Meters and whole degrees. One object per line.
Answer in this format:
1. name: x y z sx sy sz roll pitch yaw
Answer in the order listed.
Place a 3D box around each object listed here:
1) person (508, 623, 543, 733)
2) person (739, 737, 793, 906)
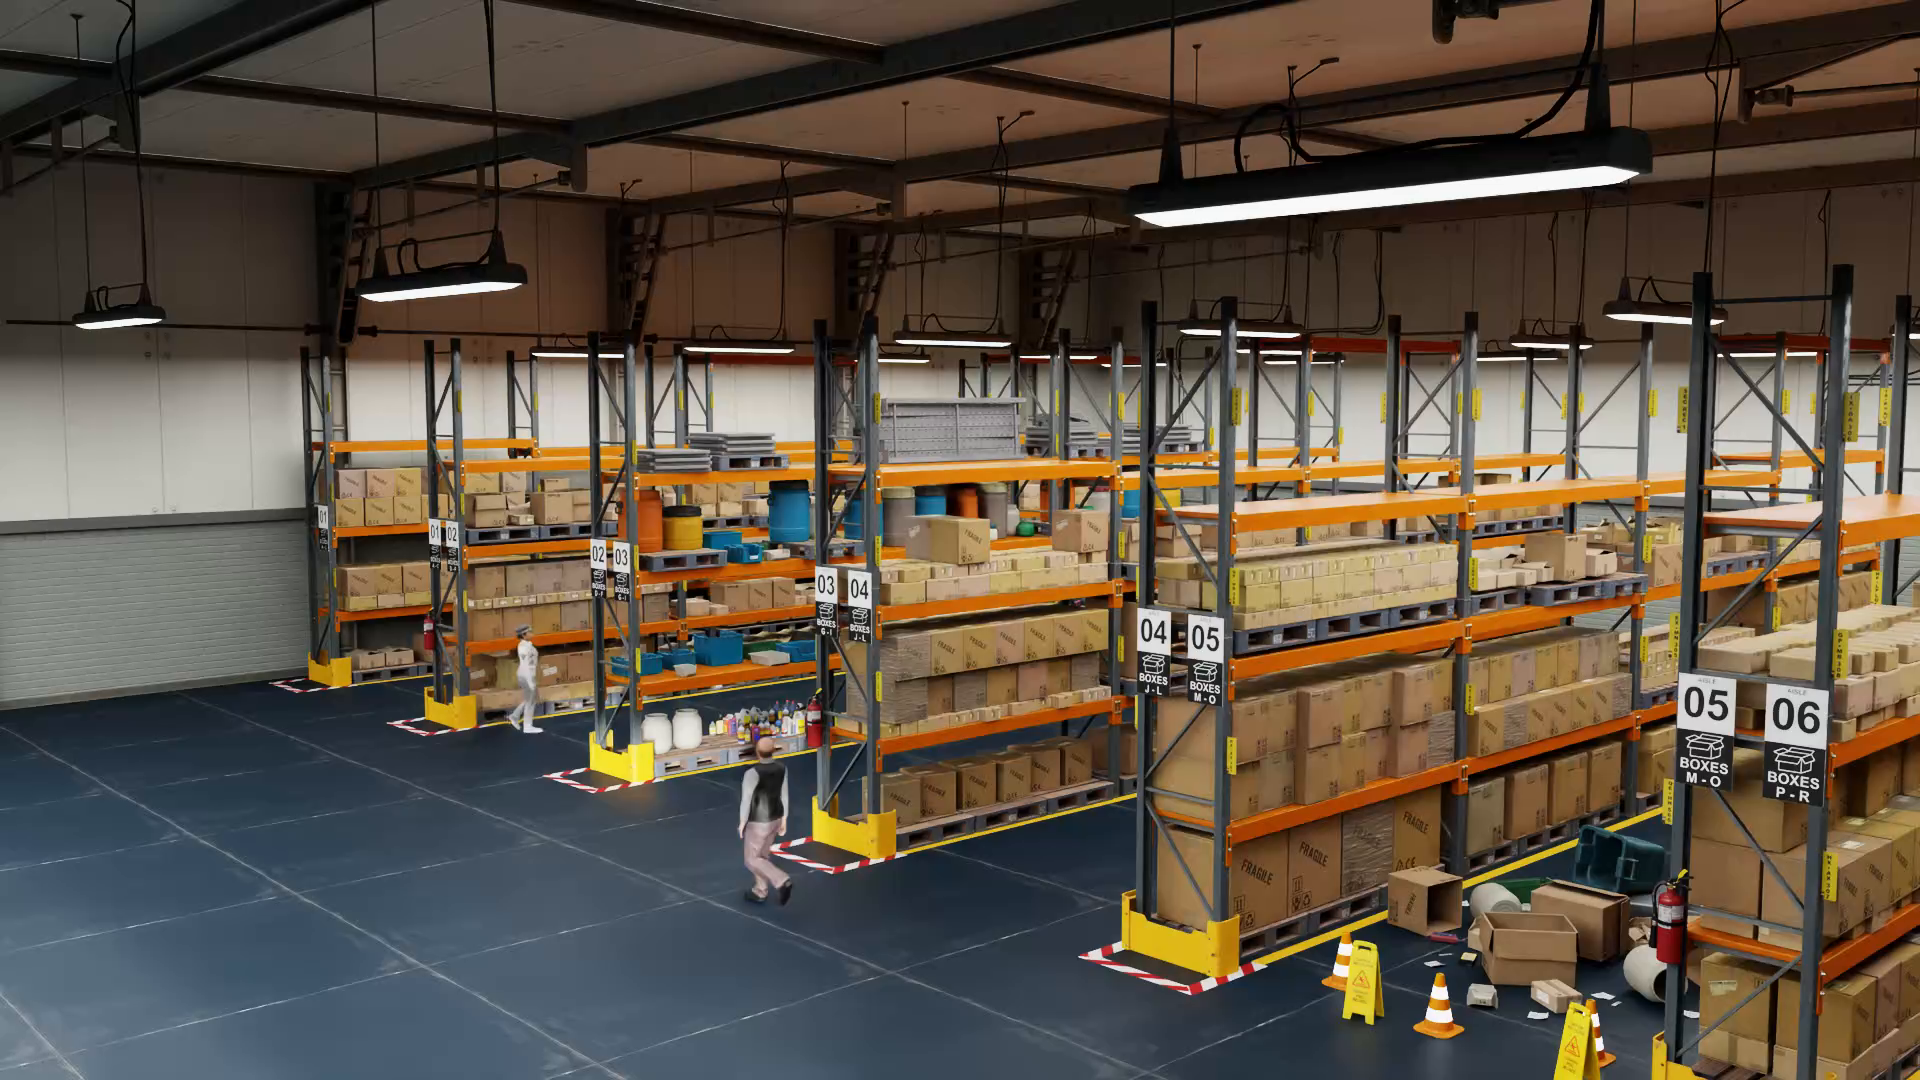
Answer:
1. person: -6.601 2.092 25.216 0.499 1.684 0.495 -2 5 -17
2. person: -1.946 2.835 16.714 0.741 1.716 0.501 3 6 26
